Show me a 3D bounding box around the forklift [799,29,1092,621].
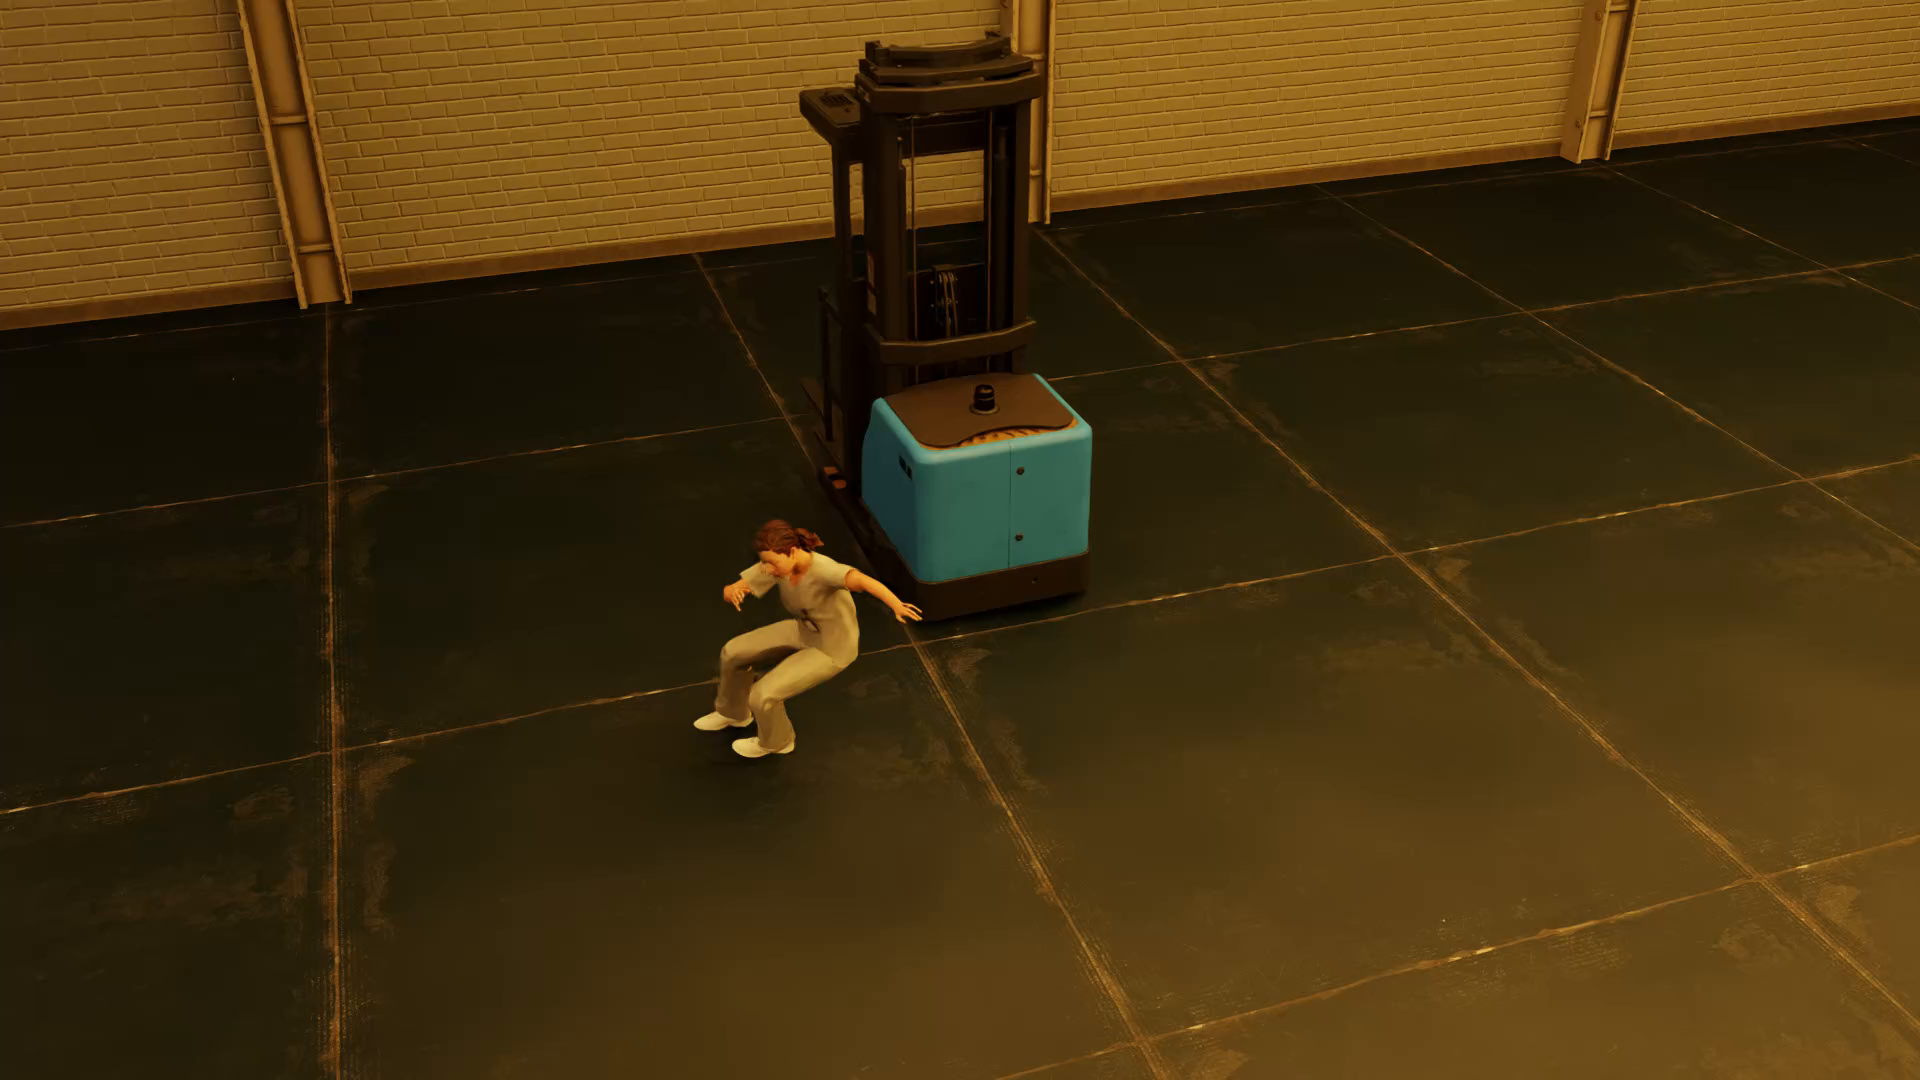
[{"bbox_3d":[-0.262,-1.548,9.777,1.130,2.935,3.031,-11,32,-18],"label":"forklift"}]

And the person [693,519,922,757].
[{"bbox_3d":[-0.733,0.547,7.742,0.659,1.367,1.379,-22,37,-34],"label":"person"}]
